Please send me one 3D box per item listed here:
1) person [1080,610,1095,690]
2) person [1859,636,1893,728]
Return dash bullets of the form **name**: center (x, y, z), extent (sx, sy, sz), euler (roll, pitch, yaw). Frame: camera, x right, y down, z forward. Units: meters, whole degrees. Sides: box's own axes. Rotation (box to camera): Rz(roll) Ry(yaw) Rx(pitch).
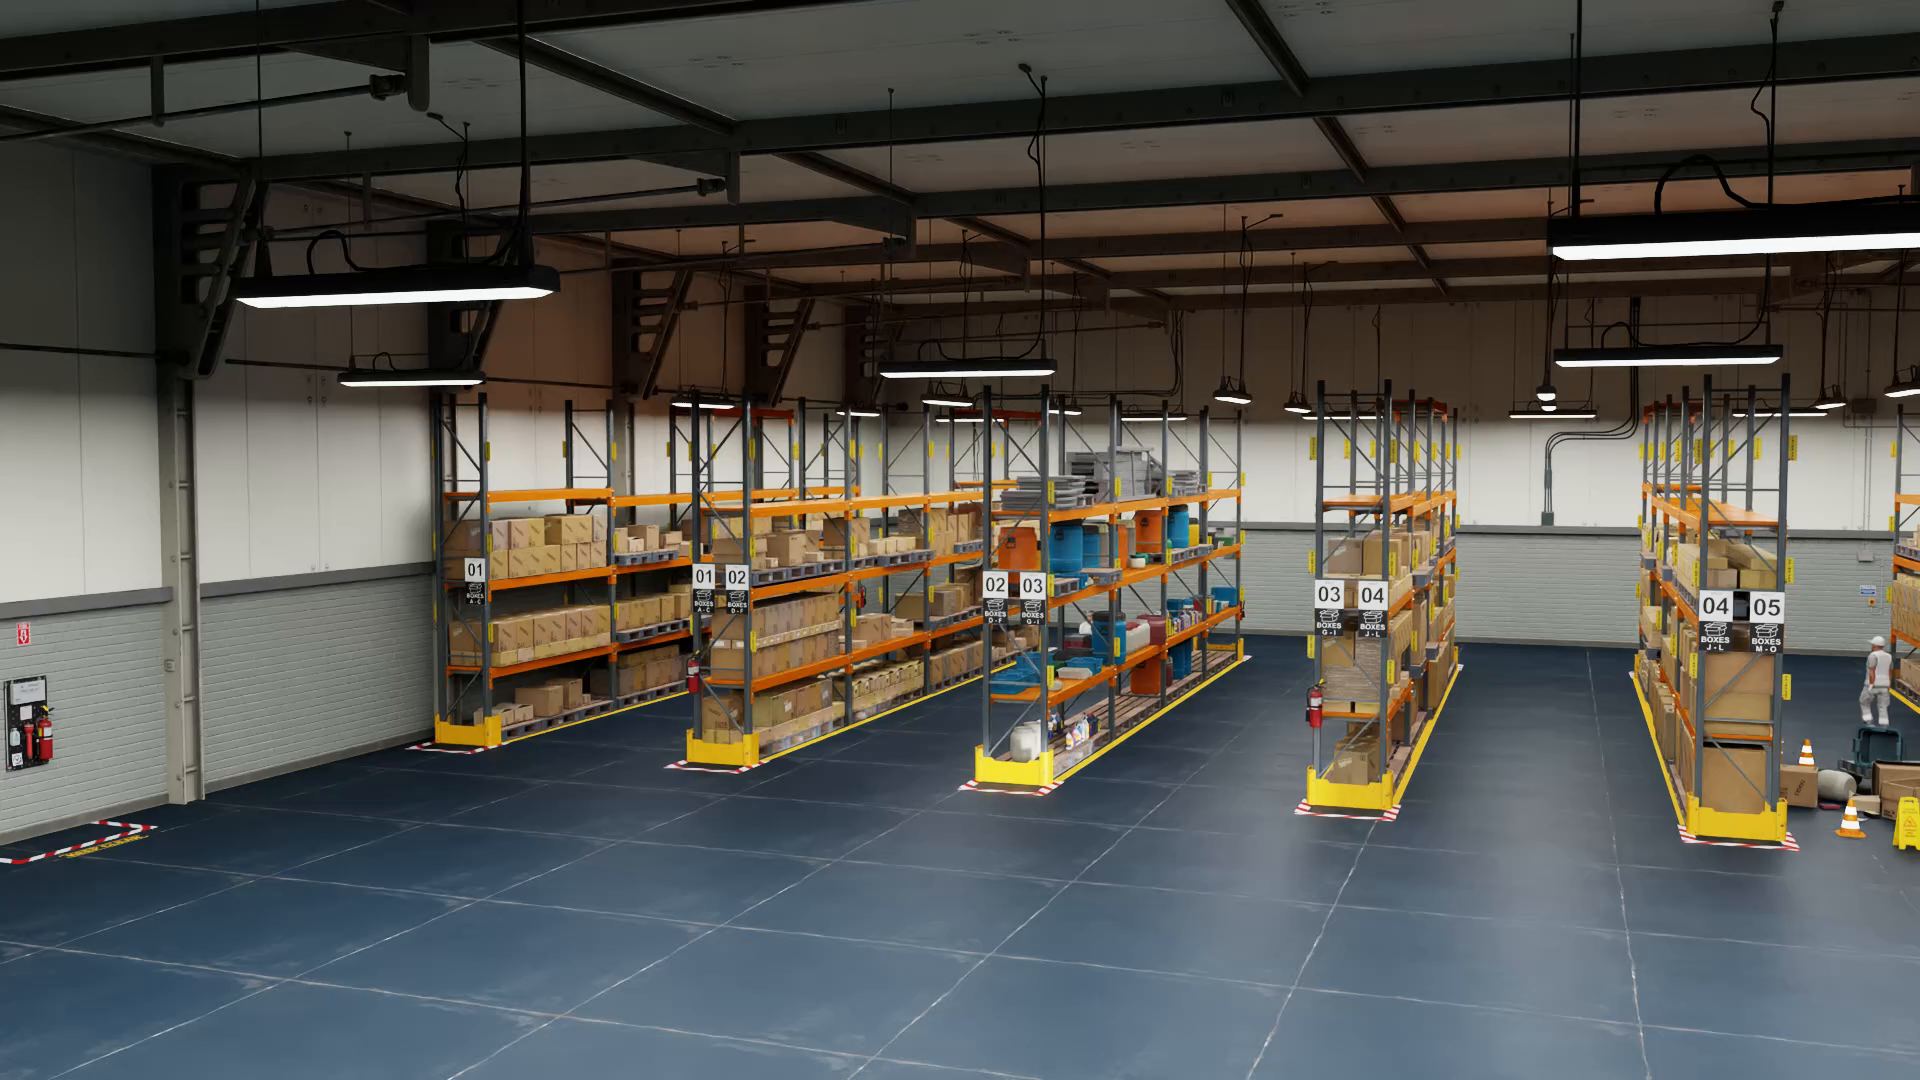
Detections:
- **person**: center (2.703, 2.294, 35.044), extent (0.500, 1.634, 0.880), euler (2, 4, 32)
- **person**: center (15.971, 2.582, 28.873), extent (0.512, 1.806, 0.543), euler (0, 3, 6)
